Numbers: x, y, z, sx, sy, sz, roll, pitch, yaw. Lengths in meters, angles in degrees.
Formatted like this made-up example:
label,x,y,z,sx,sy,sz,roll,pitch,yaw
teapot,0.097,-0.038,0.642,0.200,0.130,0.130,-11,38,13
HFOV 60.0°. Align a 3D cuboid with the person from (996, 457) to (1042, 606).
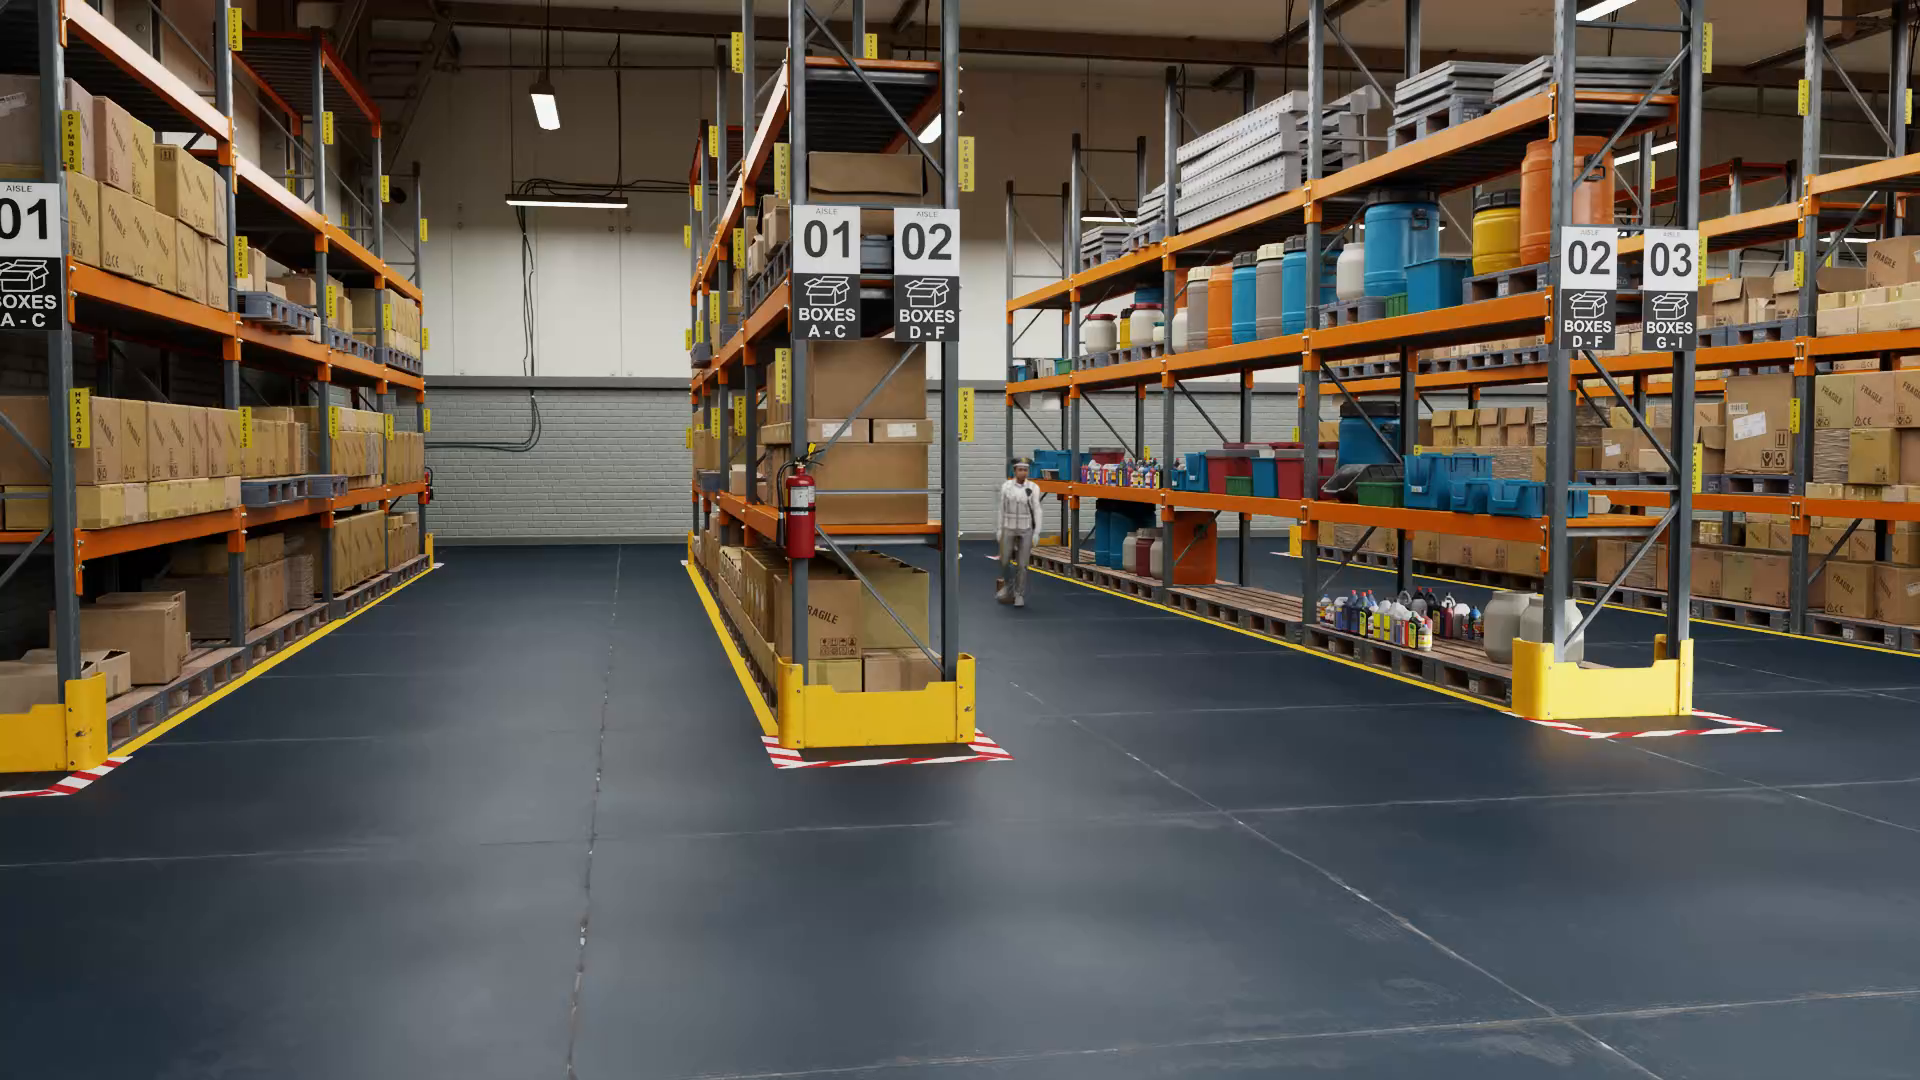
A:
label,x,y,z,sx,sy,sz,roll,pitch,yaw
person,0.656,-0.098,18.593,0.524,1.668,0.459,0,3,4
